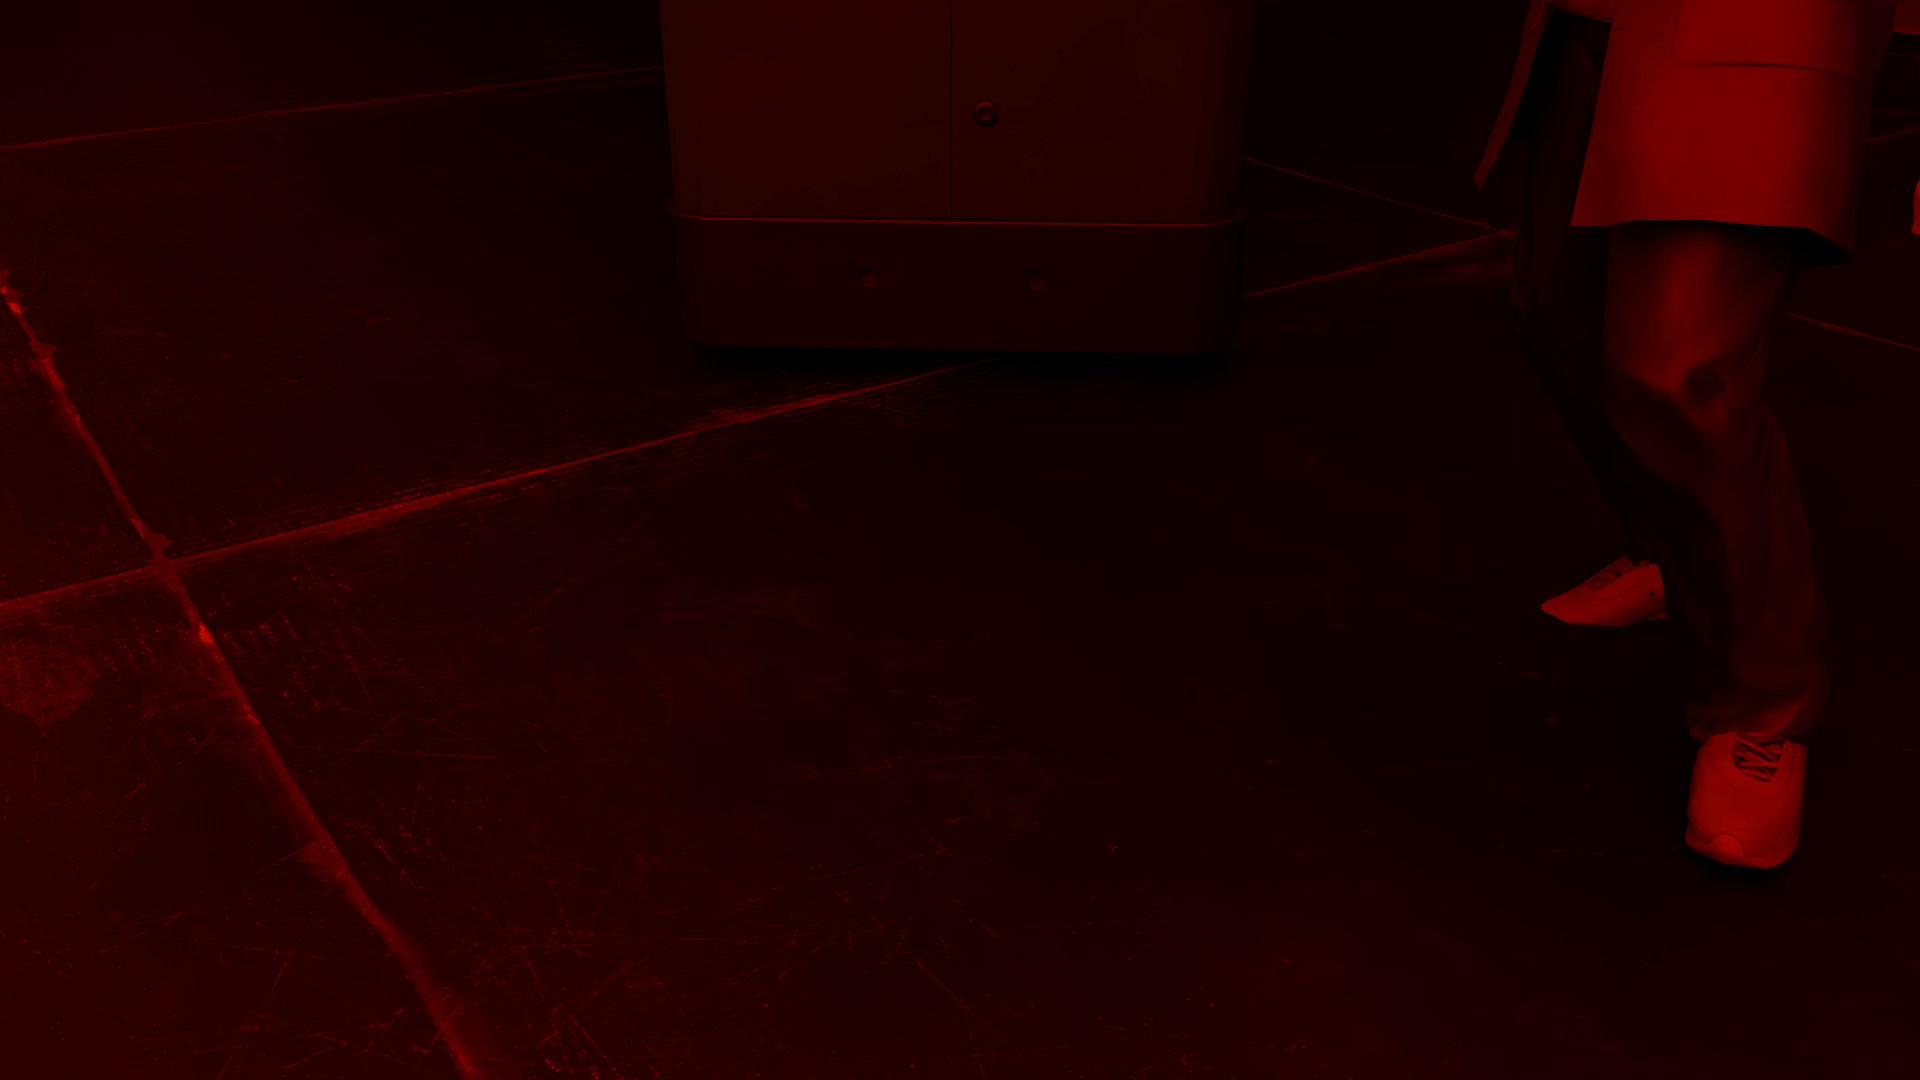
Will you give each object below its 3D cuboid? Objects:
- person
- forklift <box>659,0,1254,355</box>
[{"bbox_3d":[0.881,-0.581,1.820,0.571,1.754,0.935,-2,27,-5],"label":"person"},{"bbox_3d":[0.061,-2.268,3.752,1.130,2.935,3.031,1,27,3],"label":"forklift"}]
